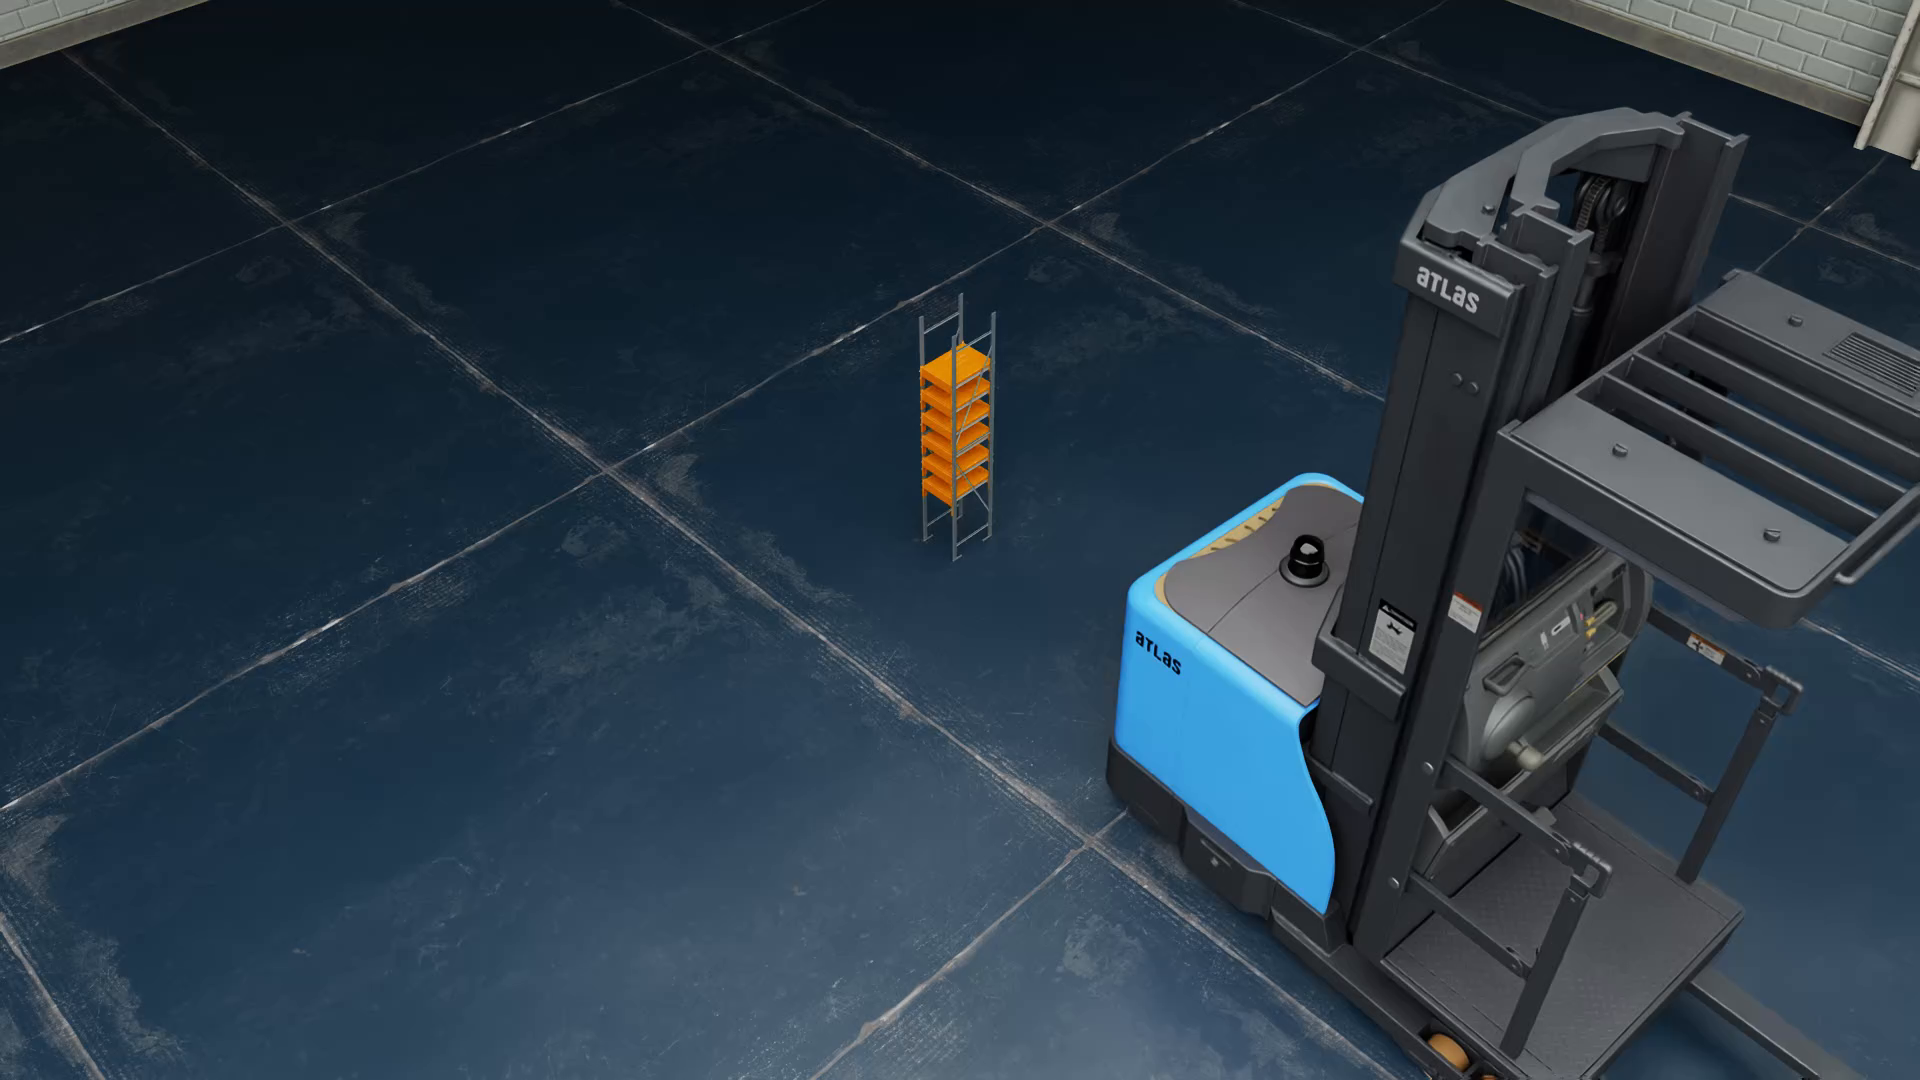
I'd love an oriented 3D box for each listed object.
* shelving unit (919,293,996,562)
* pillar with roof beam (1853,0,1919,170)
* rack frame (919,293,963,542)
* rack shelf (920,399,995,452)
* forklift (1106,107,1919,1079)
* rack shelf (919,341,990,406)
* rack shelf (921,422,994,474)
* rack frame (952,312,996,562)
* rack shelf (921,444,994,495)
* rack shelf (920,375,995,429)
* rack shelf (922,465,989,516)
[{"bbox_3d":[-0.010,-0.448,6.968,0.258,1.200,0.189,-34,53,-31],"label":"shelving unit"},{"bbox_3d":[2.516,-3.563,4.593,9.100,9.000,0.400,-34,53,-31],"label":"pillar with roof beam"},{"bbox_3d":[-0.075,-0.492,7.015,0.240,1.200,0.006,-34,53,-31],"label":"rack frame"},{"bbox_3d":[-0.010,-0.503,6.916,0.258,0.103,0.180,-34,53,-31],"label":"rack shelf"},{"bbox_3d":[1.895,0.411,4.763,1.130,2.935,3.031,-30,51,-29],"label":"forklift"},{"bbox_3d":[-0.010,-0.679,6.754,0.258,0.103,0.180,-34,53,-31],"label":"rack shelf"},{"bbox_3d":[-0.010,-0.415,6.998,0.258,0.103,0.180,-34,53,-31],"label":"rack shelf"},{"bbox_3d":[0.054,-0.404,6.920,0.240,1.200,0.006,-34,53,-31],"label":"rack frame"},{"bbox_3d":[-0.010,-0.327,7.079,0.258,0.103,0.180,-34,53,-31],"label":"rack shelf"},{"bbox_3d":[-0.010,-0.591,6.835,0.258,0.103,0.180,-34,53,-31],"label":"rack shelf"},{"bbox_3d":[-0.010,-0.239,7.161,0.258,0.103,0.180,-34,53,-31],"label":"rack shelf"}]
